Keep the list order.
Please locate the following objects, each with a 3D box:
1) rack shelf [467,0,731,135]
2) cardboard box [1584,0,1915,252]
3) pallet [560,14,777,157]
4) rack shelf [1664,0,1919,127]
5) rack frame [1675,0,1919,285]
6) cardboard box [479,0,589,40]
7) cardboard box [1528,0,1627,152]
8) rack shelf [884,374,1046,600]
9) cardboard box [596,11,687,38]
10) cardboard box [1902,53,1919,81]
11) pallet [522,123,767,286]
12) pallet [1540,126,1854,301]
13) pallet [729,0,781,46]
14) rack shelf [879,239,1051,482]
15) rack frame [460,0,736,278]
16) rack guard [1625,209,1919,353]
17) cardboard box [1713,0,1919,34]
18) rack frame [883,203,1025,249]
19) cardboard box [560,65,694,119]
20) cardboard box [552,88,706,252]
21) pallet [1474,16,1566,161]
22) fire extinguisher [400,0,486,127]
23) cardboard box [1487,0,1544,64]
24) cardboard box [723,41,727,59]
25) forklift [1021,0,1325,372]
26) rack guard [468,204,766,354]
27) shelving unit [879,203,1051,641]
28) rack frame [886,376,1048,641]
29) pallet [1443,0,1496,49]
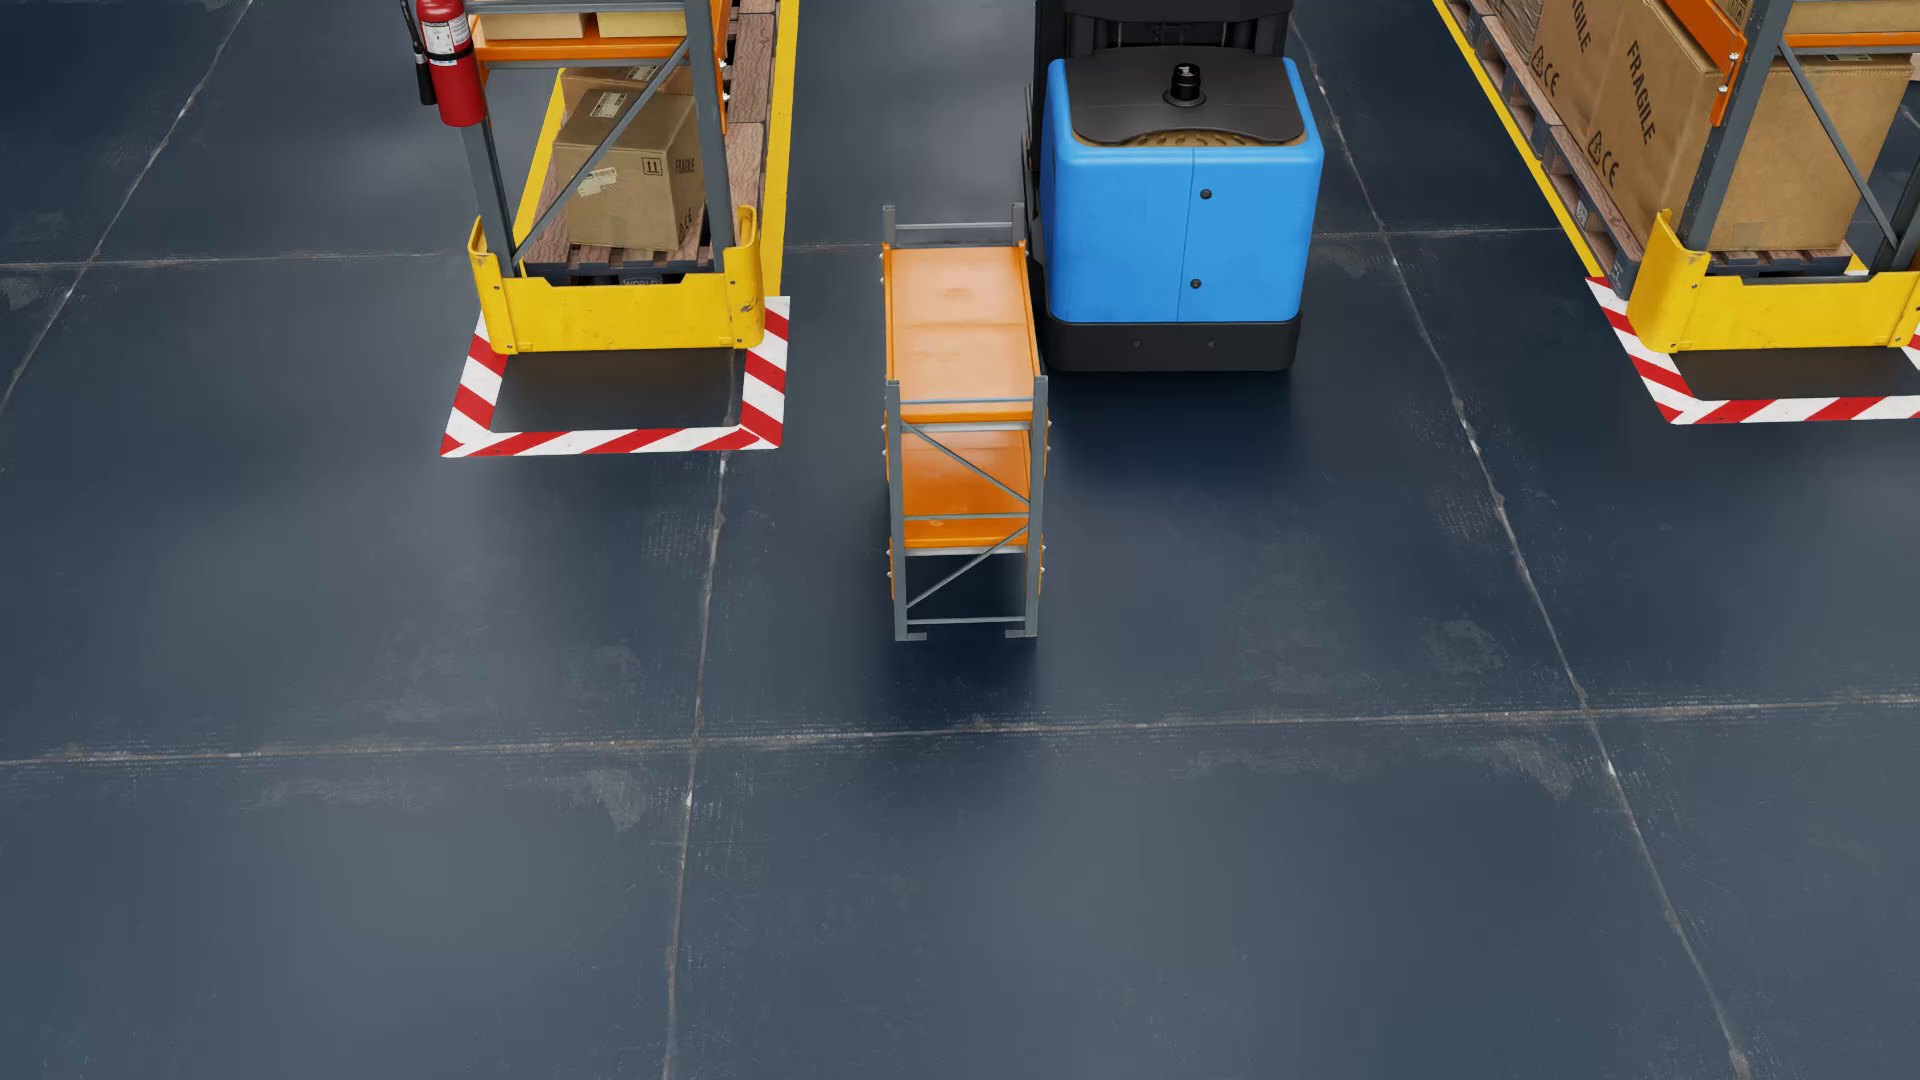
[{"bbox_3d":[-1.522,-3.066,7.907,1.077,0.370,4.000,-2,43,-2],"label":"rack shelf"},{"bbox_3d":[3.428,-1.882,7.345,0.875,0.875,0.875,-1,43,-2],"label":"cardboard box"},{"bbox_3d":[-1.488,-2.375,8.685,1.003,0.211,1.213,-2,43,-2],"label":"pallet"},{"bbox_3d":[3.438,-3.140,7.988,1.077,0.370,4.000,-2,43,-2],"label":"rack shelf"},{"bbox_3d":[3.523,-2.055,6.272,1.000,3.000,0.127,-2,43,-2],"label":"rack frame"},{"bbox_3d":[-1.656,-2.075,6.479,0.380,0.149,0.250,-2,43,-2],"label":"cardboard box"},{"bbox_3d":[3.388,-2.476,7.993,0.875,0.875,0.875,-2,43,-2],"label":"cardboard box"},{"bbox_3d":[0.000,-0.239,6.040,0.538,0.278,1.000,-2,43,-2],"label":"rack shelf"},{"bbox_3d":[-1.211,-2.087,6.493,0.380,0.149,0.250,-2,43,-2],"label":"cardboard box"},{"bbox_3d":[5.266,-2.640,8.933,0.396,0.266,0.258,5,43,6],"label":"cardboard box"},{"bbox_3d":[-1.440,-1.554,7.789,1.003,0.211,1.213,-2,43,-2],"label":"pallet"},{"bbox_3d":[3.410,-1.564,7.801,1.003,0.211,1.213,-2,43,-2],"label":"pallet"},{"bbox_3d":[-1.543,-3.201,9.586,1.003,0.211,1.213,-2,43,-2],"label":"pallet"},{"bbox_3d":[0.000,-0.635,5.677,0.538,0.278,1.000,-2,43,-2],"label":"rack shelf"},{"bbox_3d":[-1.437,-1.981,6.191,1.000,3.000,0.127,-2,43,-2],"label":"rack frame"},{"bbox_3d":[3.524,-1.117,7.099,1.175,0.500,0.348,-2,43,-2],"label":"rack guard"},{"bbox_3d":[3.462,-2.359,6.493,0.875,0.550,0.550,-2,43,-2],"label":"cardboard box"},{"bbox_3d":[-0.022,-0.762,6.249,0.500,1.125,0.032,-2,43,-2],"label":"rack frame"},{"bbox_3d":[-1.507,-2.039,7.793,0.500,0.500,0.500,9,43,9],"label":"cardboard box"},{"bbox_3d":[-1.447,-1.636,7.354,0.500,0.500,0.500,6,43,6],"label":"cardboard box"},{"bbox_3d":[3.362,-2.386,8.697,1.003,0.211,1.213,-2,43,-2],"label":"pallet"},{"bbox_3d":[-1.893,-1.862,6.118,0.296,0.674,0.183,-2,43,-2],"label":"fire extinguisher"},{"bbox_3d":[3.352,-3.092,8.665,0.875,0.875,0.875,-1,43,-1],"label":"cardboard box"},{"bbox_3d":[-1.493,-2.840,8.668,0.500,0.500,0.500,-5,43,-6],"label":"cardboard box"},{"bbox_3d":[0.867,-2.750,7.081,1.130,2.935,3.031,0,43,0],"label":"forklift"},{"bbox_3d":[-1.440,-1.111,7.092,1.175,0.500,0.348,-2,43,-2],"label":"rack guard"},{"bbox_3d":[0.000,-0.419,5.875,0.538,1.125,1.048,-2,43,-2],"label":"shelving unit"},{"bbox_3d":[0.021,-0.076,5.500,0.500,1.125,0.032,-2,43,-2],"label":"rack frame"},{"bbox_3d":[3.307,-3.212,9.598,1.003,0.211,1.213,-2,43,-2],"label":"pallet"}]
